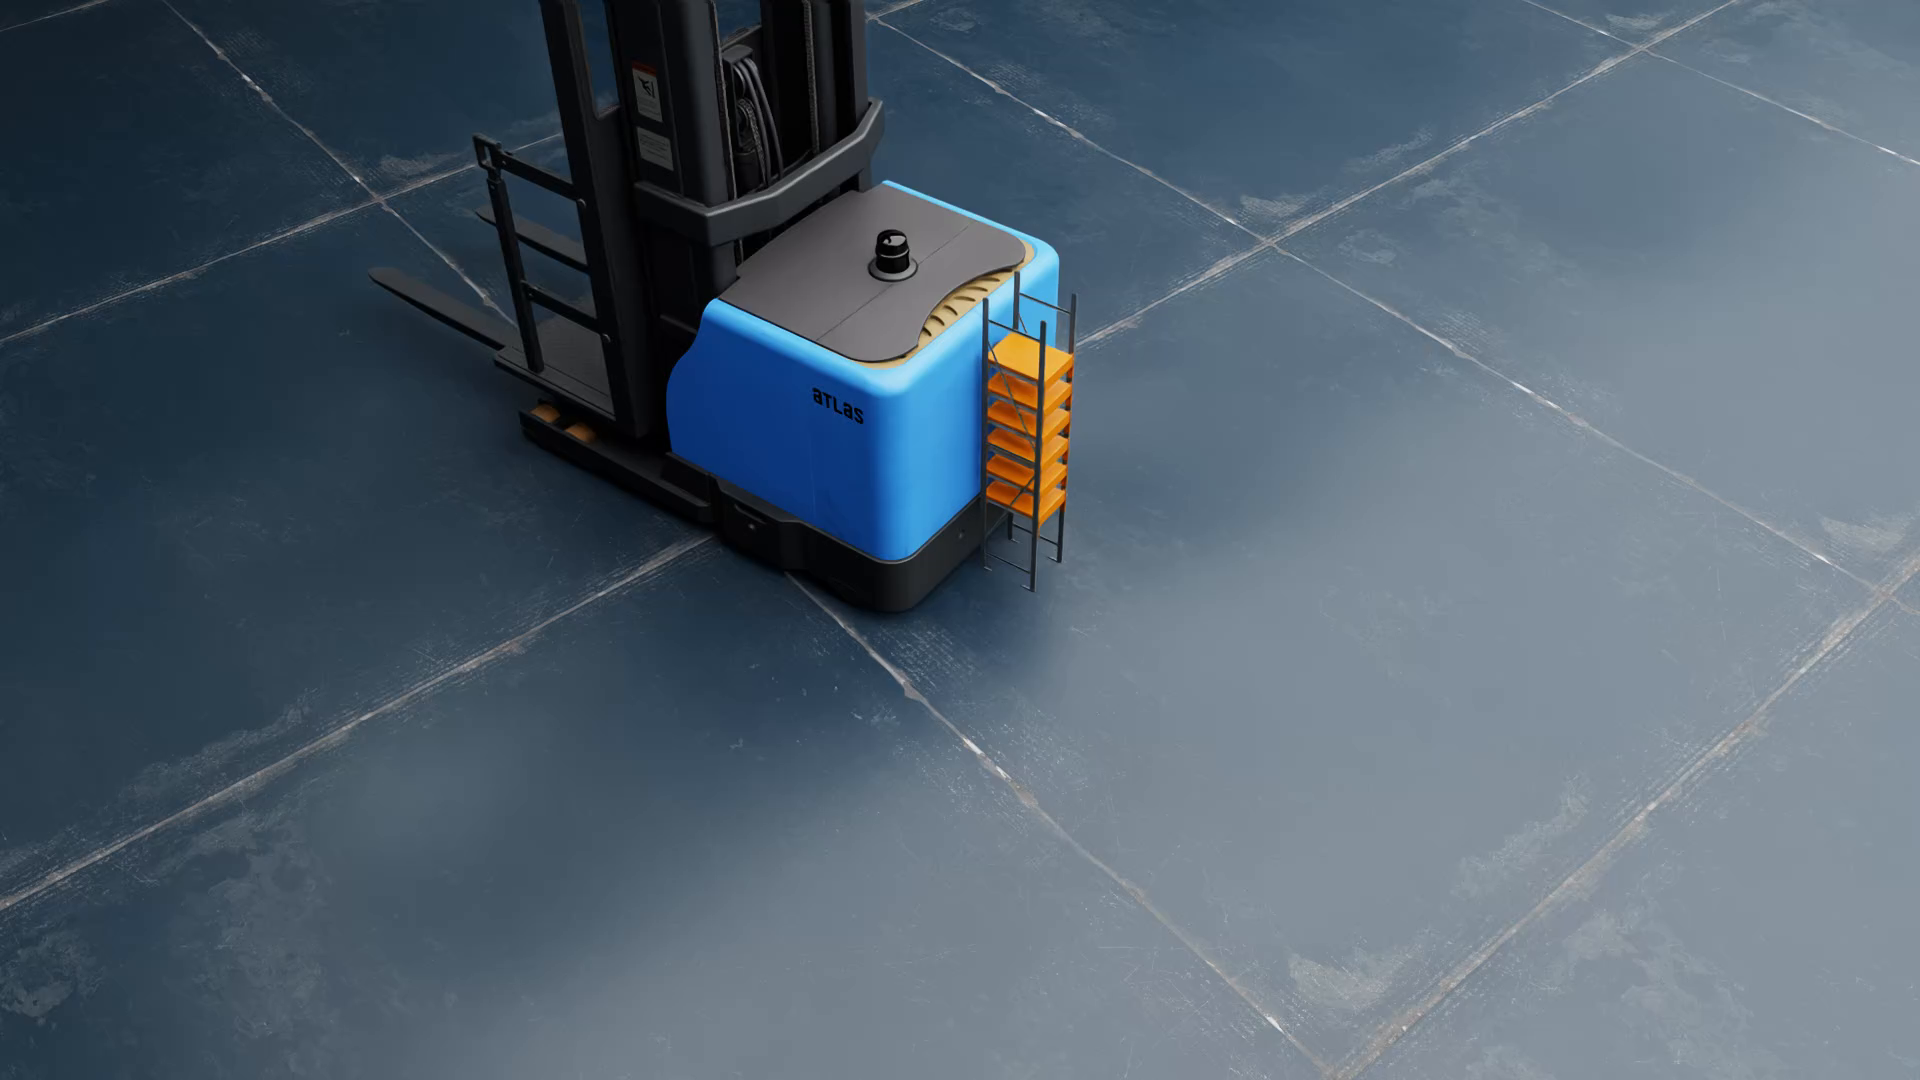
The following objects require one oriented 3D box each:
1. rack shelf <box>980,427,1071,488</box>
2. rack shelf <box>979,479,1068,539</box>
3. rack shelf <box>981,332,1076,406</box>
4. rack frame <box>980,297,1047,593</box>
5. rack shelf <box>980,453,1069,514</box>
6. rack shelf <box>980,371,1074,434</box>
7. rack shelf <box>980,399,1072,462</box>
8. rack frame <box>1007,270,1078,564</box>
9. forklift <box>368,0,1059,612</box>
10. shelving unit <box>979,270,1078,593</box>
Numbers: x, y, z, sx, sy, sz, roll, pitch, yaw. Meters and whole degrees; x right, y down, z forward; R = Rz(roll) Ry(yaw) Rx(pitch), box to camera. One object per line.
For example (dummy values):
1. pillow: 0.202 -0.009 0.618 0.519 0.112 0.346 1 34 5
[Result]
1. rack shelf: 0.226 -0.313 5.772 0.258 0.103 0.180 25 49 25
2. rack shelf: 0.226 -0.138 5.936 0.258 0.103 0.180 25 49 25
3. rack shelf: 0.226 -0.575 5.525 0.258 0.103 0.180 25 49 25
4. rack frame: 0.174 -0.294 5.686 0.240 1.200 0.006 25 49 25
5. rack shelf: 0.226 -0.225 5.854 0.258 0.103 0.180 25 49 25
6. rack shelf: 0.226 -0.488 5.607 0.258 0.103 0.180 25 49 25
7. rack shelf: 0.226 -0.400 5.689 0.258 0.103 0.180 25 49 25
8. rack frame: 0.278 -0.397 5.796 0.240 1.200 0.006 25 49 25
9. forklift: -1.130 -1.631 5.846 3.031 2.935 1.130 26 49 25
10. shelving unit: 0.226 -0.345 5.741 0.258 1.200 0.189 25 49 25
